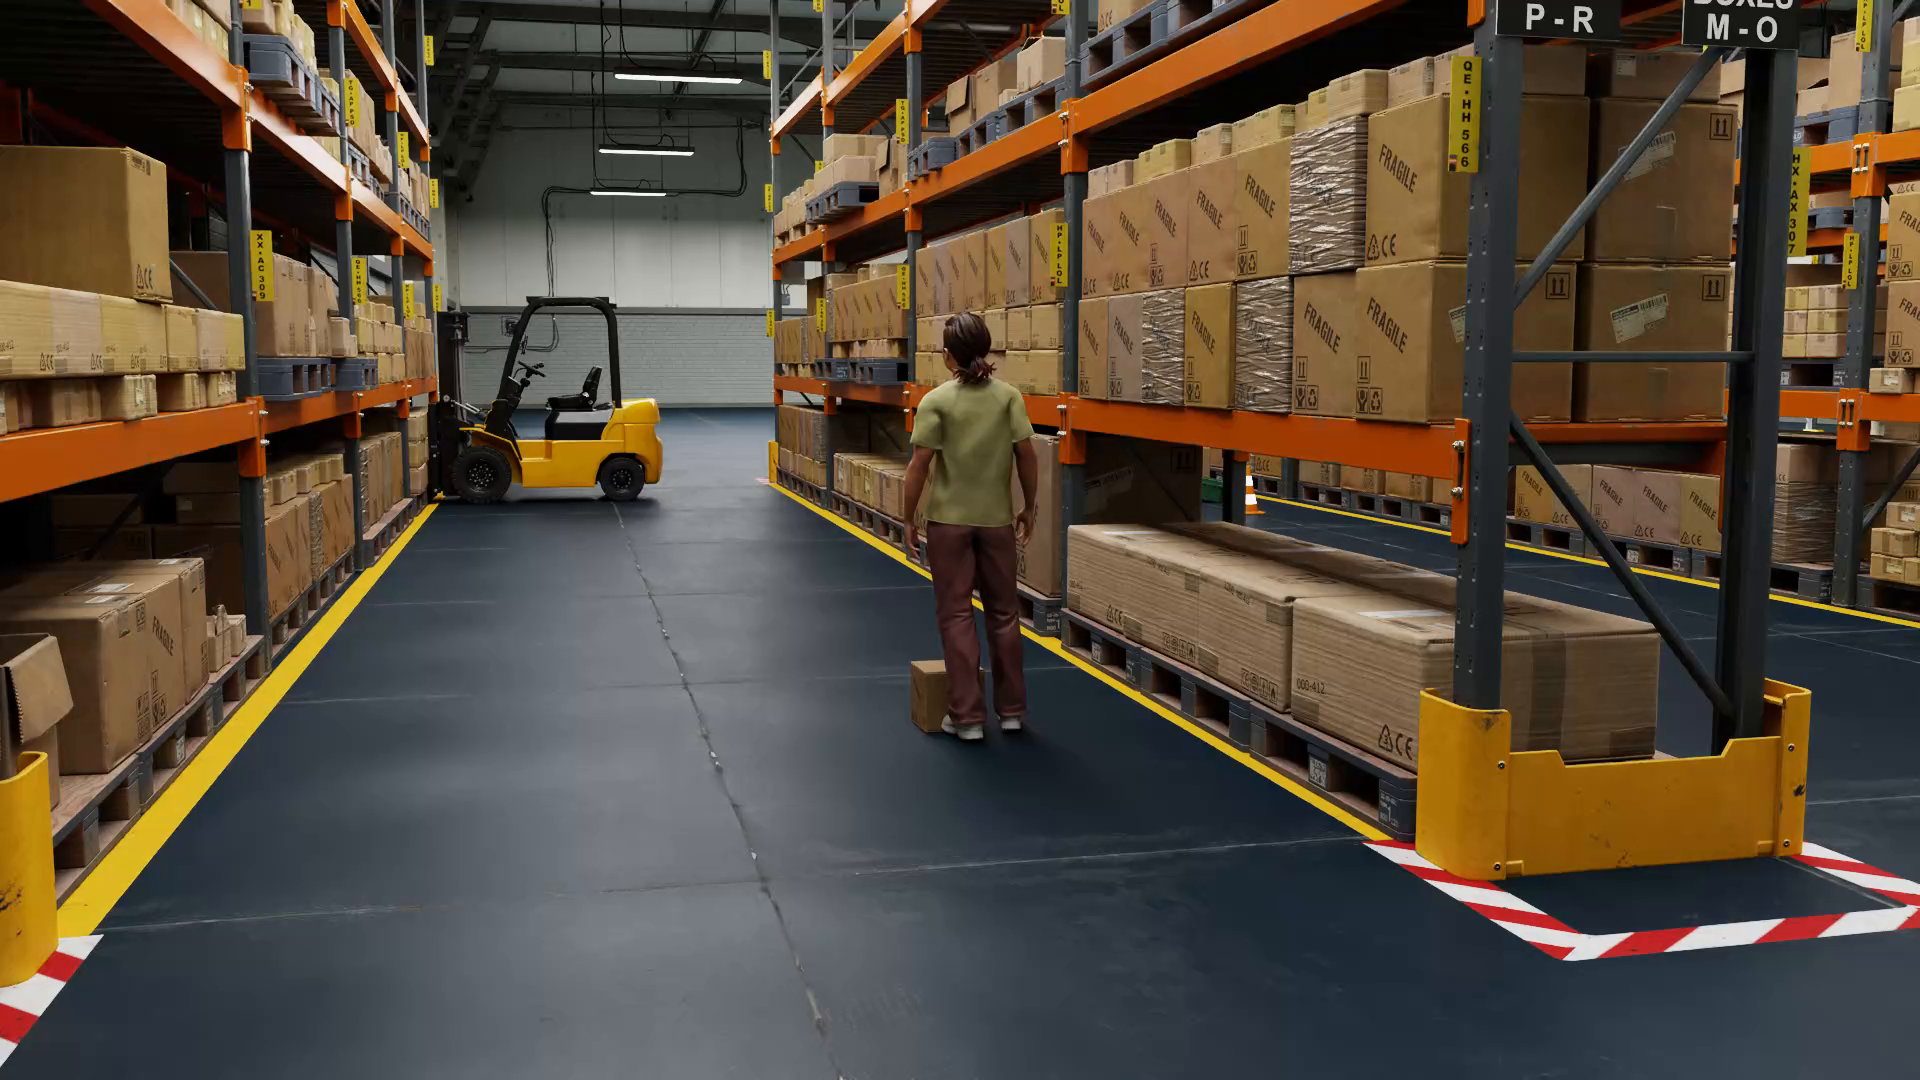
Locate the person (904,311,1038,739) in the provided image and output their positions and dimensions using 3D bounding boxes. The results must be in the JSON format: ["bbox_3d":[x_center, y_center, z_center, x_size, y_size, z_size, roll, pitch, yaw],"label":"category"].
[{"bbox_3d":[0.030,-0.055,6.567,0.555,1.675,0.549,-2,6,-14],"label":"person"}]
